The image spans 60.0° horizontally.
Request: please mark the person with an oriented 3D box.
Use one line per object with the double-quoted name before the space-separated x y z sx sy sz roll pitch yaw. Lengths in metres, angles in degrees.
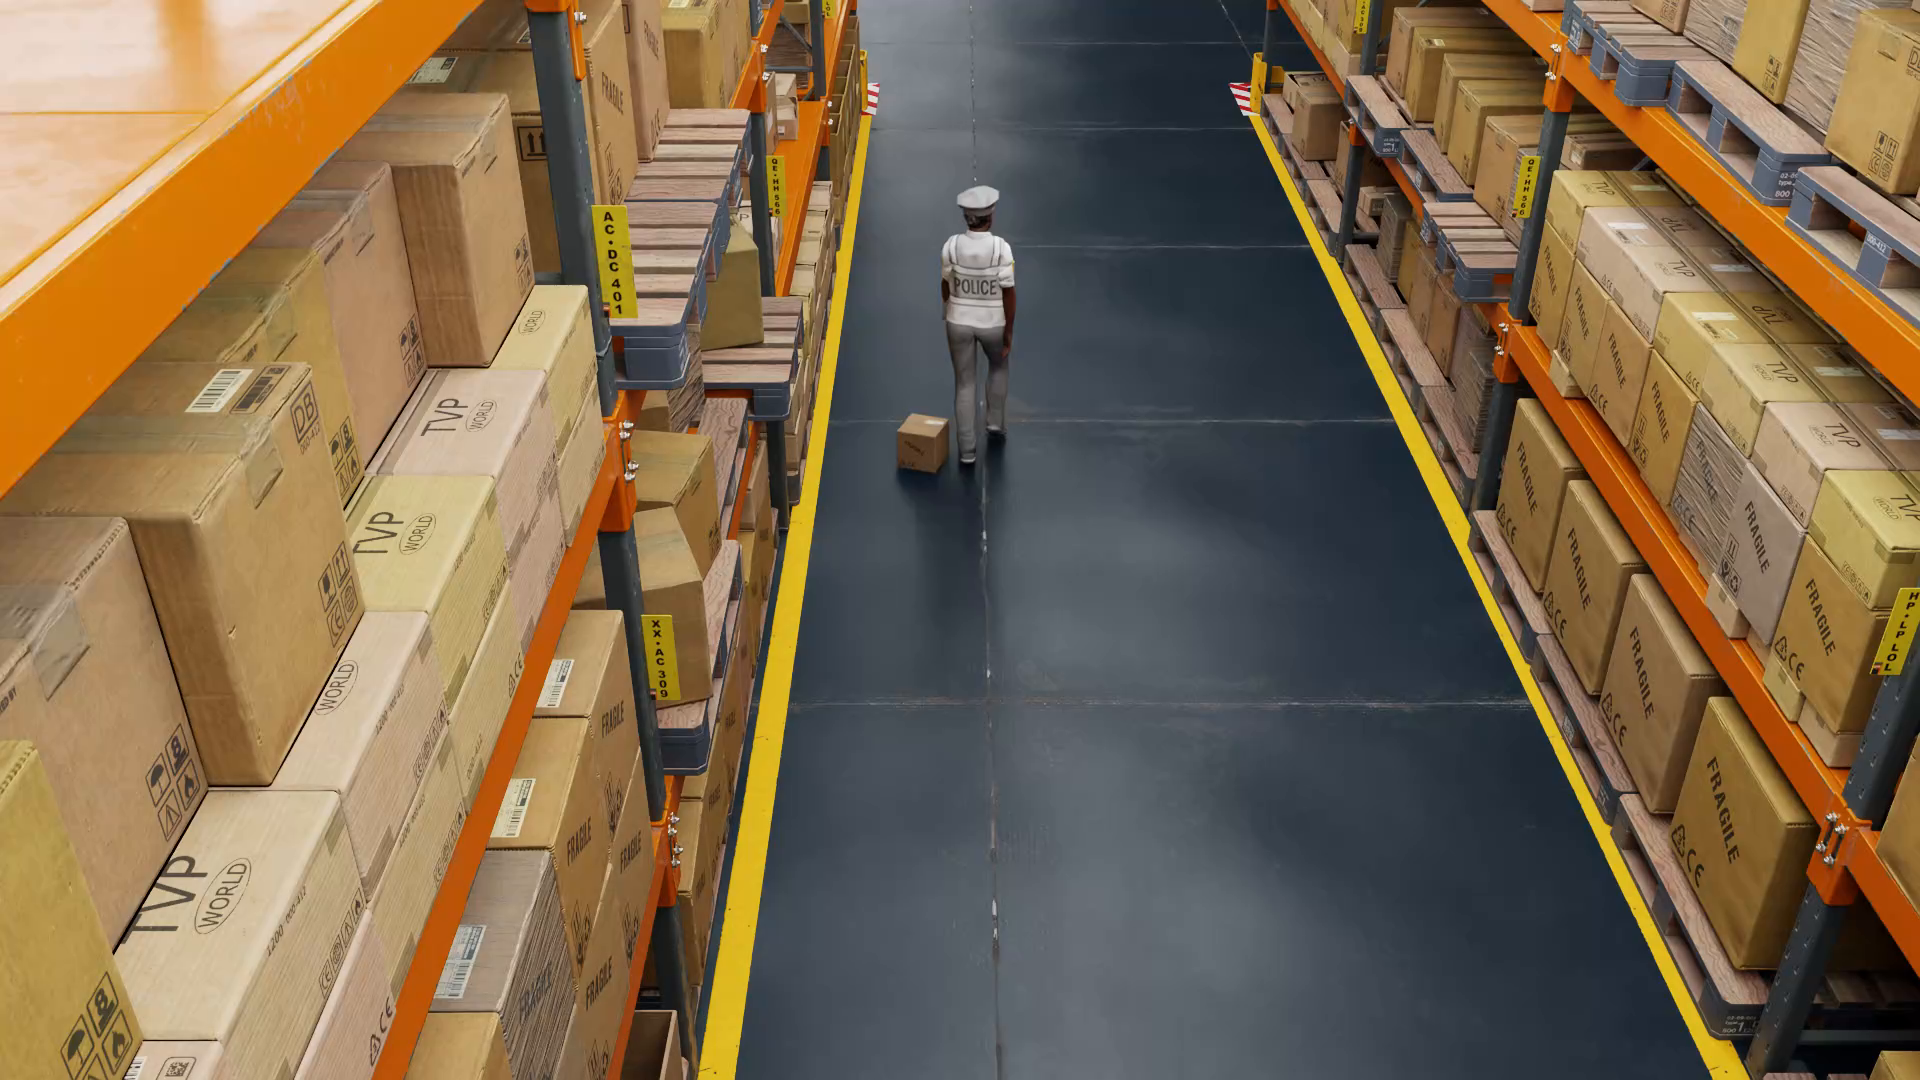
"person" 0.112 -1.282 10.020 0.455 1.711 0.651 2 32 4
